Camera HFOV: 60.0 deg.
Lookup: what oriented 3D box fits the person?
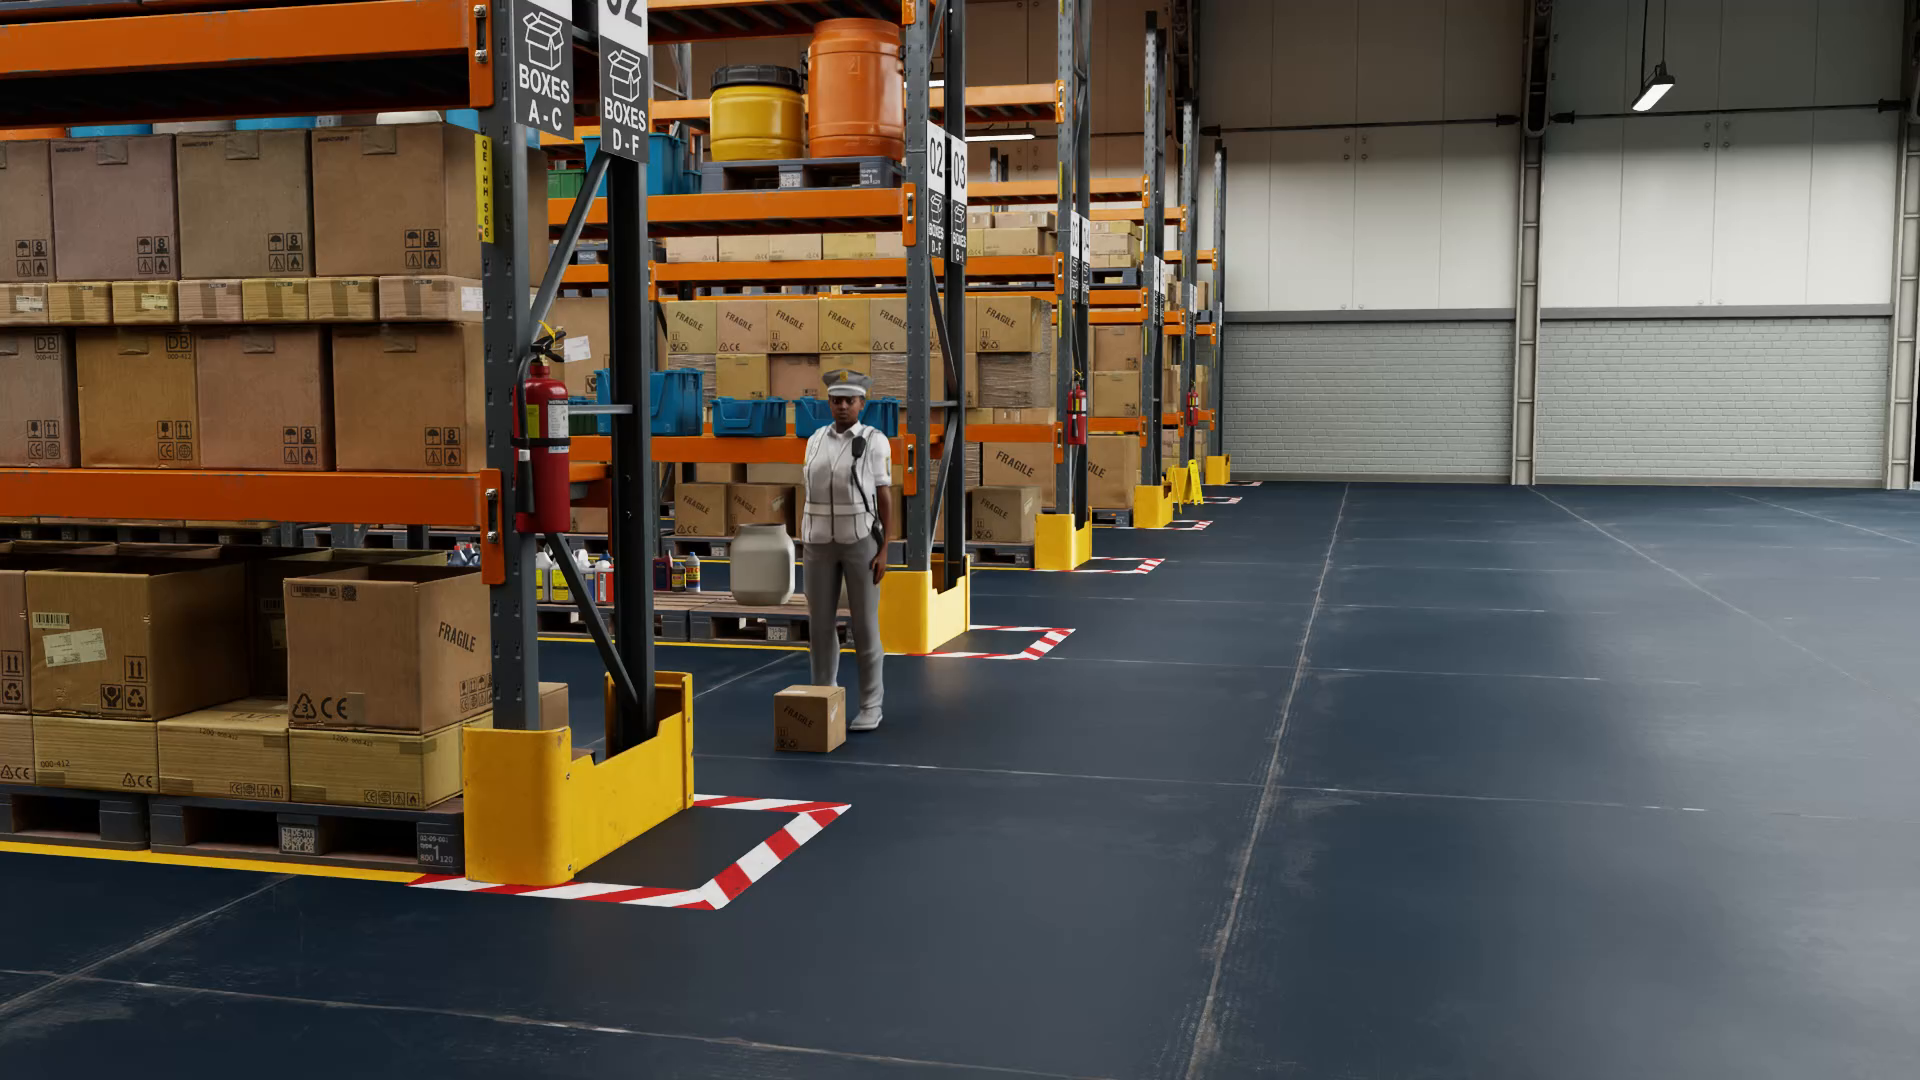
[{"bbox_3d":[-0.536,0.042,7.819,0.443,1.686,0.337,1,5,15],"label":"person"}]
